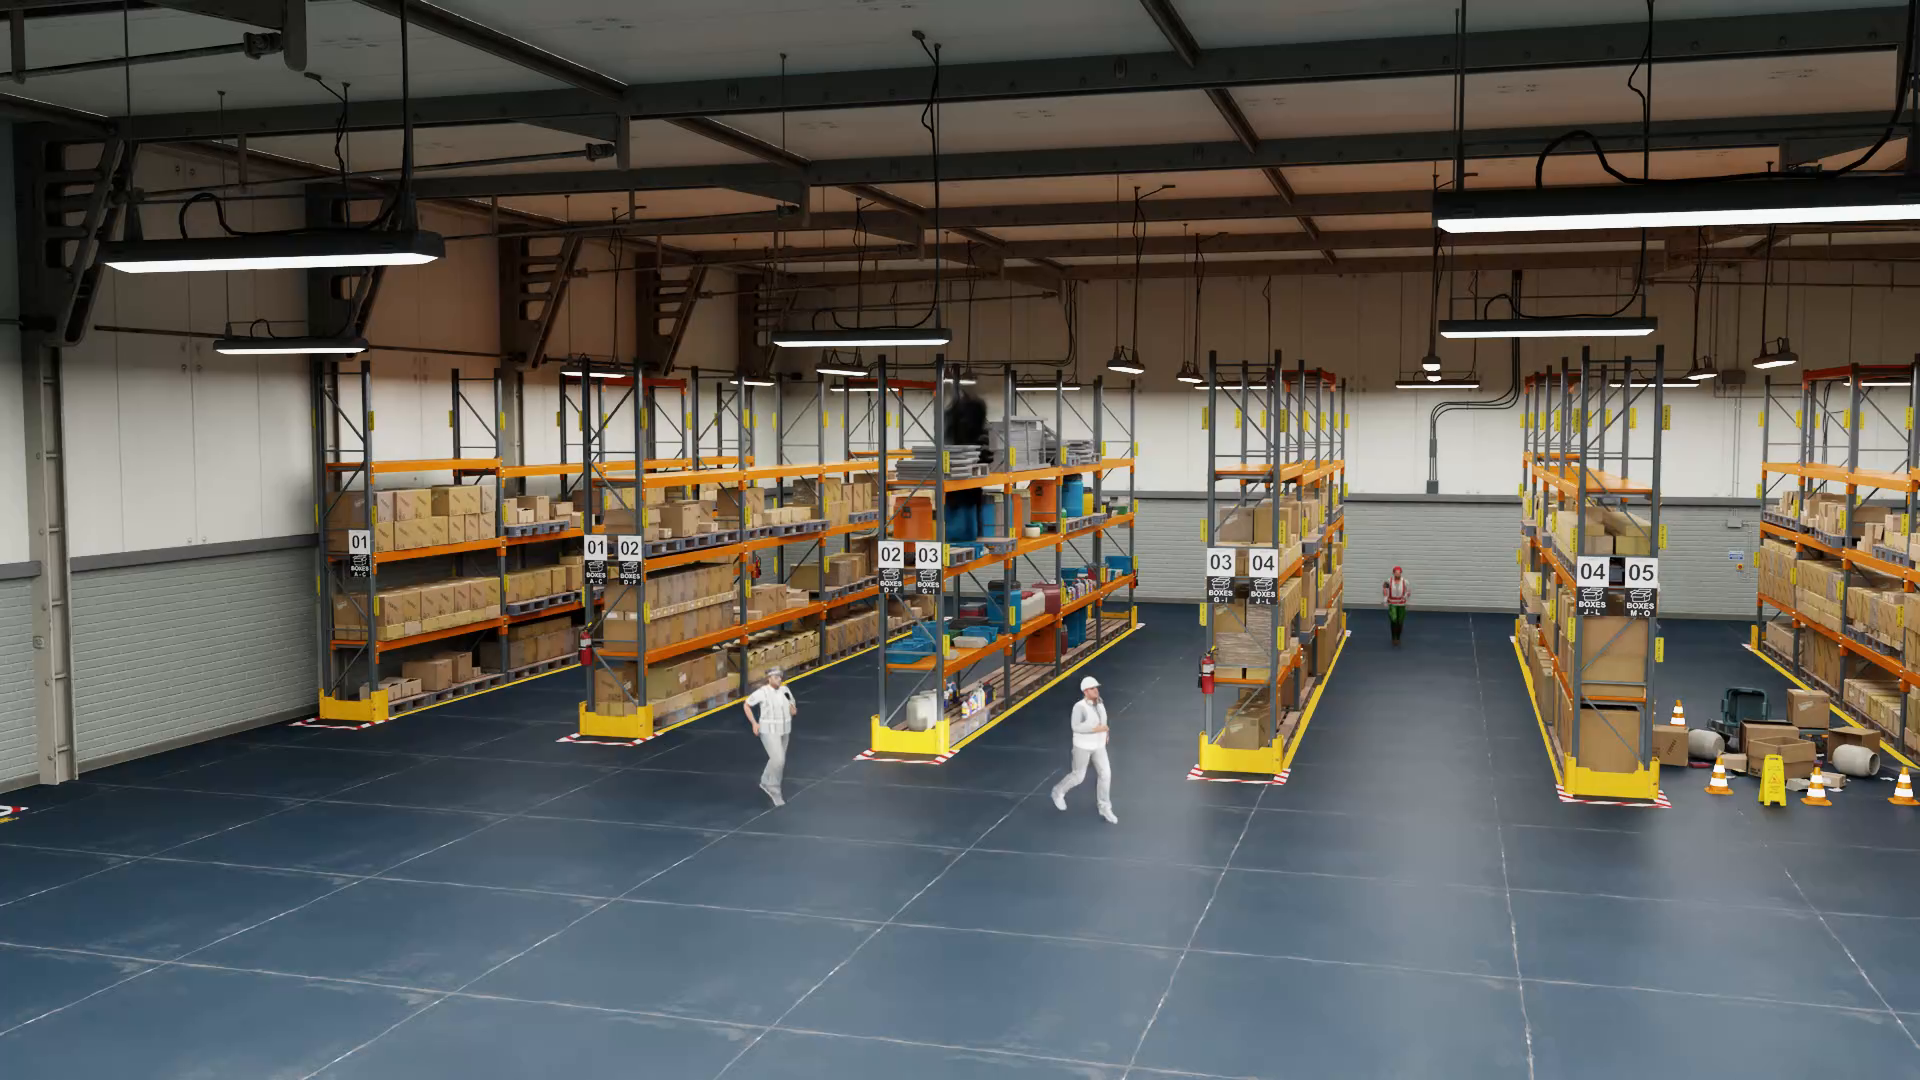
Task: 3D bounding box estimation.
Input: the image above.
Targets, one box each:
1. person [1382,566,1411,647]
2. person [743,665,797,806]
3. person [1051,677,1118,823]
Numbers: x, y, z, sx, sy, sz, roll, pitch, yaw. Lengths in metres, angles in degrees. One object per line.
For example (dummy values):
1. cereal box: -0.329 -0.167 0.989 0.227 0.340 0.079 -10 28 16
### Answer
1. person: 9.770 1.479 37.166 0.580 1.813 0.851 0 4 4
2. person: -2.432 2.567 21.877 0.782 1.848 0.637 4 6 42
3. person: 1.598 2.615 21.003 0.665 1.806 0.954 -3 5 -40
